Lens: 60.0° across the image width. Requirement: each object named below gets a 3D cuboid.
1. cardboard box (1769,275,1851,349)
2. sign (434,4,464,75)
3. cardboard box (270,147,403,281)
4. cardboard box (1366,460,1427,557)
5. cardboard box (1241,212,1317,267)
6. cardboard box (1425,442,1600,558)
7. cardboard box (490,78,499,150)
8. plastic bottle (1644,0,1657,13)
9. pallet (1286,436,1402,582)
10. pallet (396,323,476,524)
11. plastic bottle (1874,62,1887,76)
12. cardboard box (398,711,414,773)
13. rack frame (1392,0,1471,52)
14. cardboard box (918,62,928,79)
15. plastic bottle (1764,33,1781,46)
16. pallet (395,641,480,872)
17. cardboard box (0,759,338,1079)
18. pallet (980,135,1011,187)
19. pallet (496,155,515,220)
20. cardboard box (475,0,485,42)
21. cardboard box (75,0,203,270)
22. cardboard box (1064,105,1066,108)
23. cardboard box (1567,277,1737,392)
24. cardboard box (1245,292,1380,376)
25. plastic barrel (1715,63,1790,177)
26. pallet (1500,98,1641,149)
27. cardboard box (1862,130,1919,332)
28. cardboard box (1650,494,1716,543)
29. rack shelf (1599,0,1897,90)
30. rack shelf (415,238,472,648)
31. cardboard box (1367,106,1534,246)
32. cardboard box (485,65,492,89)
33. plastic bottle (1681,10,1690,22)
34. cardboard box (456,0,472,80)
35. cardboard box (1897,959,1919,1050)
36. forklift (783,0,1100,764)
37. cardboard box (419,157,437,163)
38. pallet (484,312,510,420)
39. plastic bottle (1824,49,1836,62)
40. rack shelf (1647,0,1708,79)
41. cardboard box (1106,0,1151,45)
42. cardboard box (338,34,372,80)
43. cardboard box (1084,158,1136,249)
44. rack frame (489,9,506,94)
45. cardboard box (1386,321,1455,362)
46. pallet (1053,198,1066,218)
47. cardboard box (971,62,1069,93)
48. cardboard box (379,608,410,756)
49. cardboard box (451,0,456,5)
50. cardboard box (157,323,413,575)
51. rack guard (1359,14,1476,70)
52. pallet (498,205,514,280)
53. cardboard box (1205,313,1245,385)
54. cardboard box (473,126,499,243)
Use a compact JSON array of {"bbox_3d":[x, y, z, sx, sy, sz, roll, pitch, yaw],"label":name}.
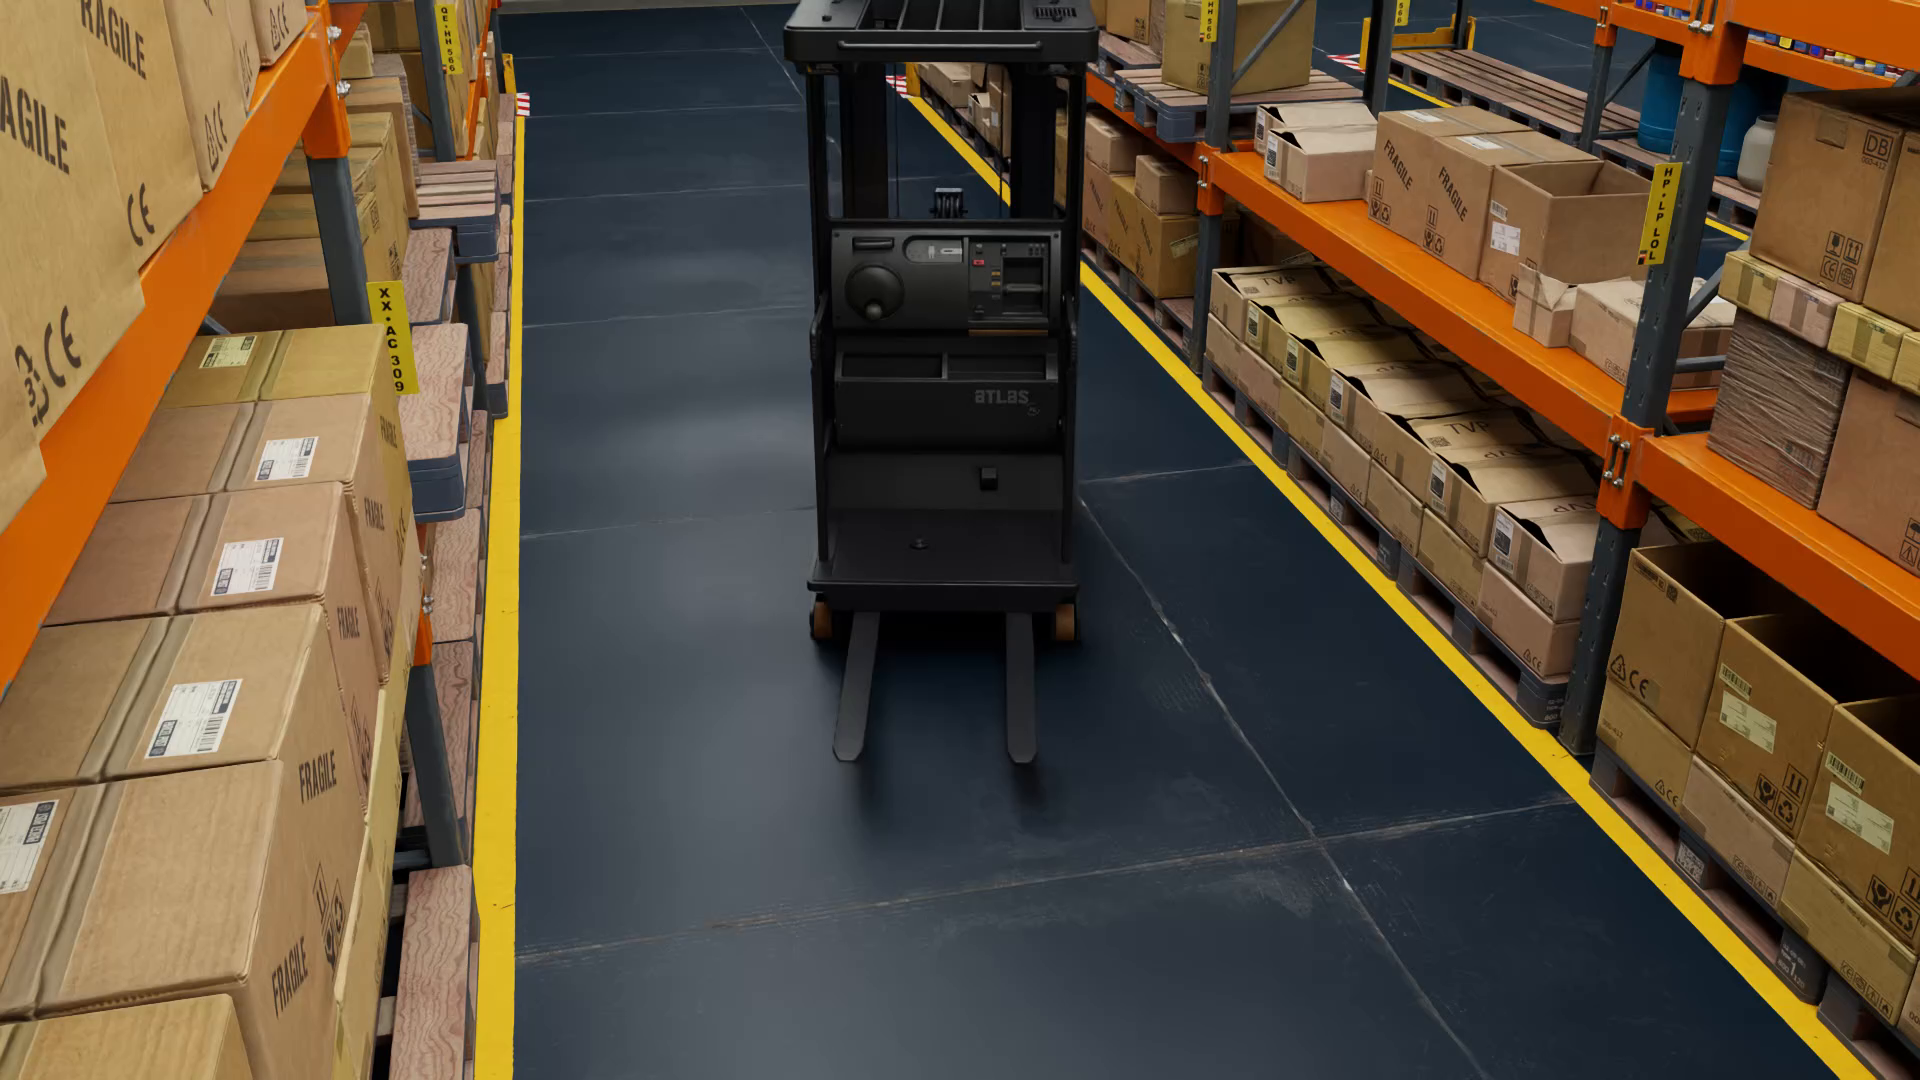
[{"bbox_3d":[2.673,-0.695,4.968,0.380,0.149,0.250,-6,27,-11],"label":"cardboard box"},{"bbox_3d":[-2.455,-2.401,7.981,0.100,0.325,0.005,-6,27,-12],"label":"sign"},{"bbox_3d":[-2.460,-1.104,6.009,0.700,0.500,0.500,-2,27,-5],"label":"cardboard box"},{"bbox_3d":[2.141,-0.168,7.340,0.500,0.250,0.500,-5,27,-10],"label":"cardboard box"},{"bbox_3d":[2.019,-1.674,10.024,0.500,0.500,0.500,-5,27,-9],"label":"cardboard box"},{"bbox_3d":[2.251,-0.196,6.772,0.500,0.311,0.500,-5,27,-10],"label":"cardboard box"},{"bbox_3d":[-4.176,-3.473,13.610,0.700,0.500,0.500,-5,27,-10],"label":"cardboard box"},{"bbox_3d":[5.466,-4.307,13.084,0.061,0.283,0.133,-6,27,-12],"label":"plastic bottle"},{"bbox_3d":[2.262,-0.220,7.952,1.003,0.211,1.213,-6,27,-12],"label":"pallet"},{"bbox_3d":[-2.111,-0.369,5.365,1.003,0.211,1.213,-6,27,-12],"label":"pallet"},{"bbox_3d":[6.059,-3.182,10.869,0.097,0.271,0.097,0,27,0],"label":"plastic bottle"},{"bbox_3d":[-2.263,0.494,5.729,0.700,0.500,0.500,-5,27,-10],"label":"cardboard box"},{"bbox_3d":[4.867,-6.378,17.058,1.000,3.000,0.127,-6,27,-12],"label":"rack frame"},{"bbox_3d":[-0.200,-4.582,16.175,0.380,0.149,0.250,-6,27,-12],"label":"cardboard box"},{"bbox_3d":[5.839,-3.694,11.795,0.144,0.351,0.185,-6,27,-12],"label":"plastic bottle"},{"bbox_3d":[-2.257,0.799,5.933,1.003,0.211,1.213,-6,27,-12],"label":"pallet"},{"bbox_3d":[-1.206,0.689,2.367,0.500,0.500,0.500,-7,28,-13],"label":"cardboard box"},{"bbox_3d":[0.788,-3.178,13.811,1.003,0.211,1.213,-6,27,-12],"label":"pallet"},{"bbox_3d":[-3.979,-2.713,12.891,1.003,0.211,1.213,-6,27,-12],"label":"pallet"},{"bbox_3d":[-3.990,-3.990,11.993,0.980,0.700,0.700,-6,27,-11],"label":"cardboard box"},{"bbox_3d":[-1.360,-0.613,2.174,0.500,0.500,0.500,-4,27,-8],"label":"cardboard box"},{"bbox_3d":[0.853,-3.637,14.284,0.380,0.166,0.250,-6,27,-12],"label":"cardboard box"},{"bbox_3d":[2.591,-0.754,6.081,0.500,0.250,0.500,-4,27,-8],"label":"cardboard box"},{"bbox_3d":[1.802,-1.086,8.535,0.500,0.311,0.500,-7,28,-13],"label":"cardboard box"},{"bbox_3d":[6.034,-3.322,12.865,0.600,0.901,0.708,-6,27,-12],"label":"plastic barrel"},{"bbox_3d":[5.565,-3.696,14.839,1.003,0.211,1.213,-6,27,-12],"label":"pallet"},{"bbox_3d":[2.966,-0.817,4.489,0.700,0.500,0.500,-6,27,-12],"label":"cardboard box"},{"bbox_3d":[2.894,-0.026,6.436,0.500,0.311,0.500,-6,27,-11],"label":"cardboard box"},{"bbox_3d":[6.219,-3.423,12.001,1.077,0.370,4.000,-6,27,-12],"label":"rack shelf"},{"bbox_3d":[-2.531,-0.661,6.529,1.077,0.370,4.000,-6,27,-12],"label":"rack shelf"},{"bbox_3d":[2.237,-1.675,7.628,0.500,0.500,0.500,-7,28,-14],"label":"cardboard box"},{"bbox_3d":[-3.969,-3.714,13.368,0.380,0.149,0.250,-7,28,-13],"label":"cardboard box"},{"bbox_3d":[5.584,-4.109,12.704,0.097,0.271,0.097,0,27,0],"label":"plastic bottle"},{"bbox_3d":[-3.187,-2.962,9.827,0.500,0.500,0.500,-5,27,-10],"label":"cardboard box"},{"bbox_3d":[2.888,1.324,4.383,0.500,0.250,0.500,-6,27,-12],"label":"cardboard box"},{"bbox_3d":[-0.058,-1.027,6.532,1.130,2.935,3.031,1,27,1],"label":"forklift"},{"bbox_3d":[-2.831,-1.925,8.492,0.380,0.149,0.250,-6,27,-12],"label":"cardboard box"},{"bbox_3d":[-3.086,-0.969,9.436,1.003,0.211,1.213,-6,27,-12],"label":"pallet"},{"bbox_3d":[5.950,-3.365,11.308,0.097,0.201,0.097,0,27,0],"label":"plastic bottle"},{"bbox_3d":[2.294,-2.505,6.853,1.077,0.370,4.000,-6,27,-12],"label":"rack shelf"},{"bbox_3d":[1.400,-3.584,10.944,0.700,0.500,0.500,-13,30,-25],"label":"cardboard box"},{"bbox_3d":[-2.788,-2.103,7.268,0.380,0.149,0.250,-11,29,-20],"label":"cardboard box"},{"bbox_3d":[1.163,-2.289,11.242,0.500,0.500,0.500,-7,28,-14],"label":"cardboard box"},{"bbox_3d":[-4.785,-5.372,15.065,1.000,3.000,0.127,-6,27,-12],"label":"rack frame"},{"bbox_3d":[2.436,-0.921,8.209,0.500,0.311,0.500,-6,27,-12],"label":"cardboard box"},{"bbox_3d":[1.162,-2.523,12.514,1.003,0.211,1.213,-6,27,-12],"label":"pallet"},{"bbox_3d":[0.514,-4.027,14.682,0.797,0.503,0.637,-6,27,-12],"label":"cardboard box"},{"bbox_3d":[-1.574,0.350,3.871,0.500,0.250,0.500,-6,27,-11],"label":"cardboard box"},{"bbox_3d":[-3.071,-3.062,9.192,0.500,0.250,0.500,-6,27,-11],"label":"cardboard box"},{"bbox_3d":[-1.673,-0.205,4.139,0.500,0.500,0.500,-6,27,-12],"label":"cardboard box"},{"bbox_3d":[4.849,-5.272,17.639,1.175,0.500,0.348,-6,27,-12],"label":"rack guard"},{"bbox_3d":[-3.636,-2.040,11.558,1.003,0.211,1.213,-6,27,-12],"label":"pallet"},{"bbox_3d":[1.675,-1.065,9.117,0.500,0.250,0.500,-6,27,-12],"label":"cardboard box"},{"bbox_3d":[-3.407,-2.182,10.664,0.750,0.750,0.750,-5,27,-10],"label":"cardboard box"}]
